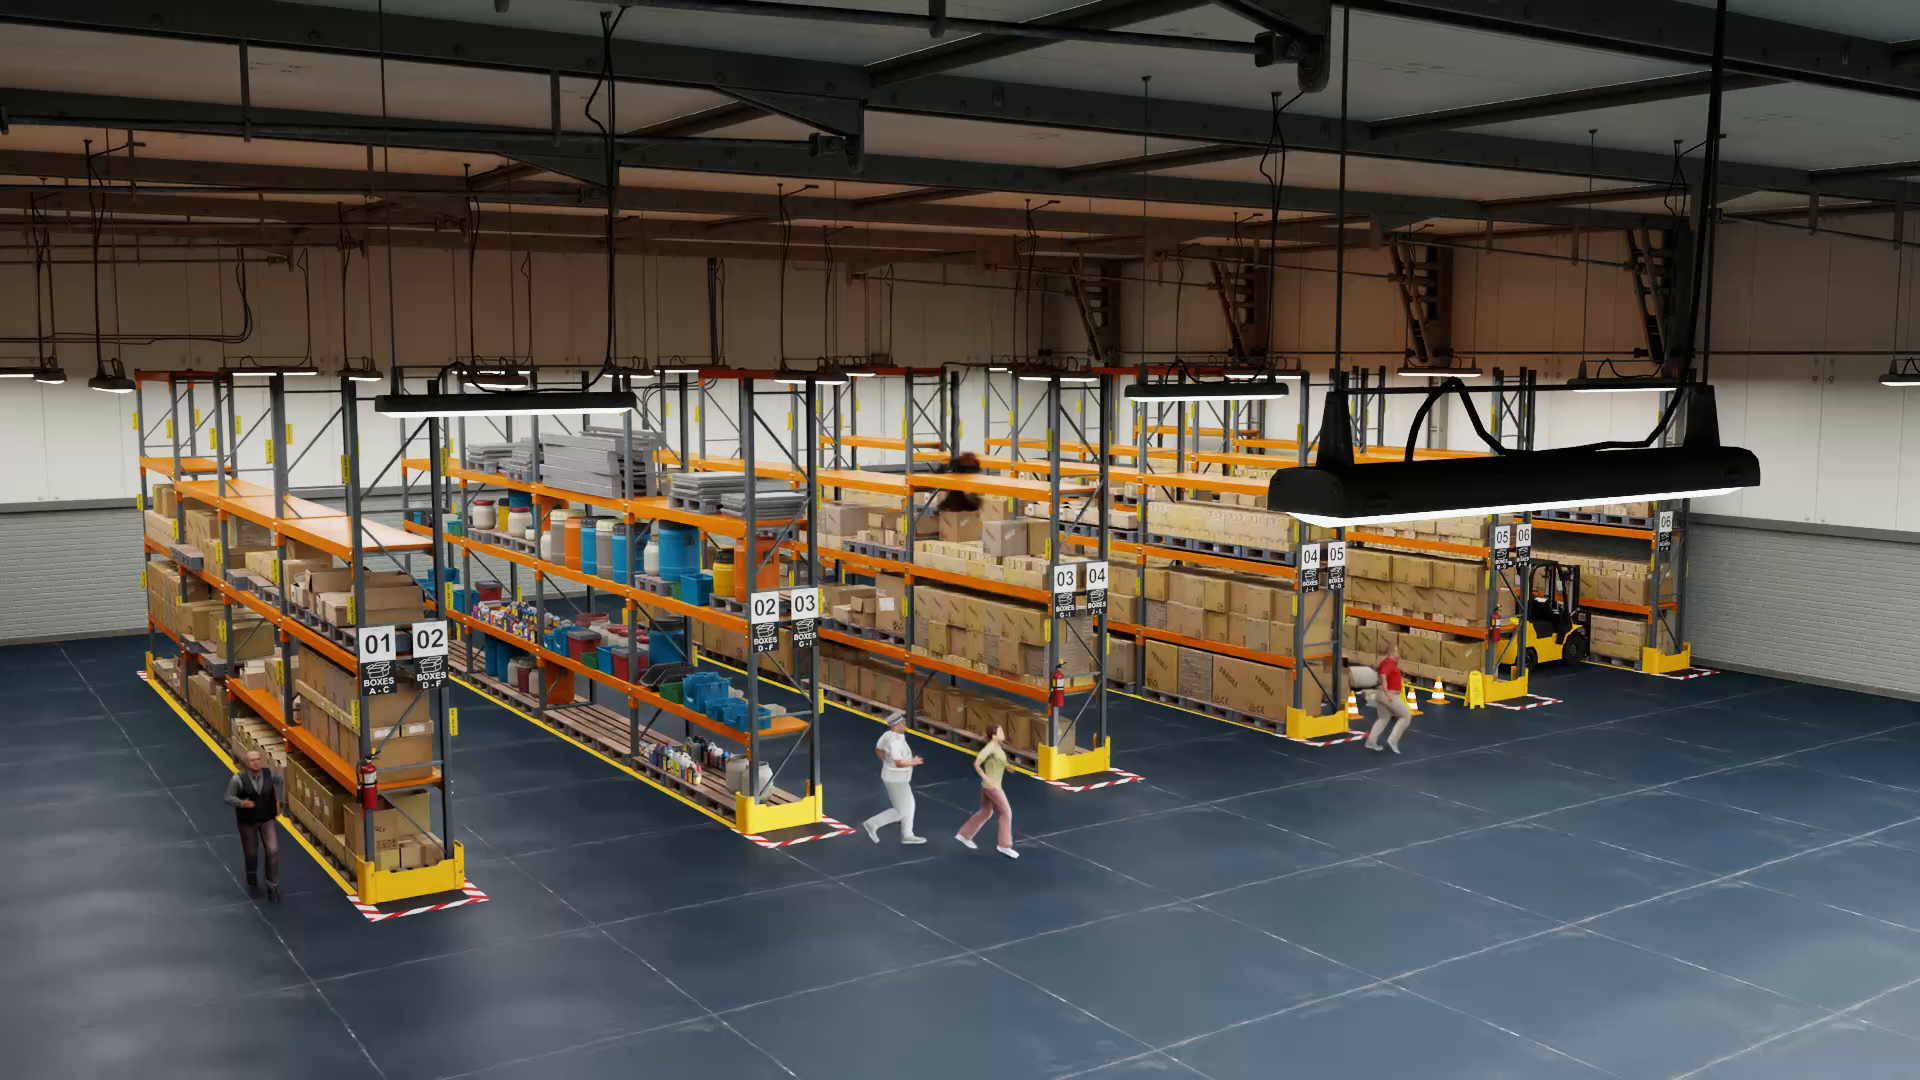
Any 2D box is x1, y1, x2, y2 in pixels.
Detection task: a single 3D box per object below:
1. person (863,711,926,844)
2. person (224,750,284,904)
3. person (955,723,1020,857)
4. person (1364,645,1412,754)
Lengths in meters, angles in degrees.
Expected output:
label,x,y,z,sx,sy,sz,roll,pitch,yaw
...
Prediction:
label,x,y,z,sx,sy,sz,roll,pitch,yaw
person,-0.846,3.051,21.294,0.840,1.750,0.669,-1,7,-12
person,-8.204,3.303,19.390,0.679,1.755,0.890,-4,7,-31
person,0.348,3.138,20.963,0.821,1.712,0.568,0,6,3
person,6.794,2.532,26.351,0.750,1.749,0.665,-1,6,-6
